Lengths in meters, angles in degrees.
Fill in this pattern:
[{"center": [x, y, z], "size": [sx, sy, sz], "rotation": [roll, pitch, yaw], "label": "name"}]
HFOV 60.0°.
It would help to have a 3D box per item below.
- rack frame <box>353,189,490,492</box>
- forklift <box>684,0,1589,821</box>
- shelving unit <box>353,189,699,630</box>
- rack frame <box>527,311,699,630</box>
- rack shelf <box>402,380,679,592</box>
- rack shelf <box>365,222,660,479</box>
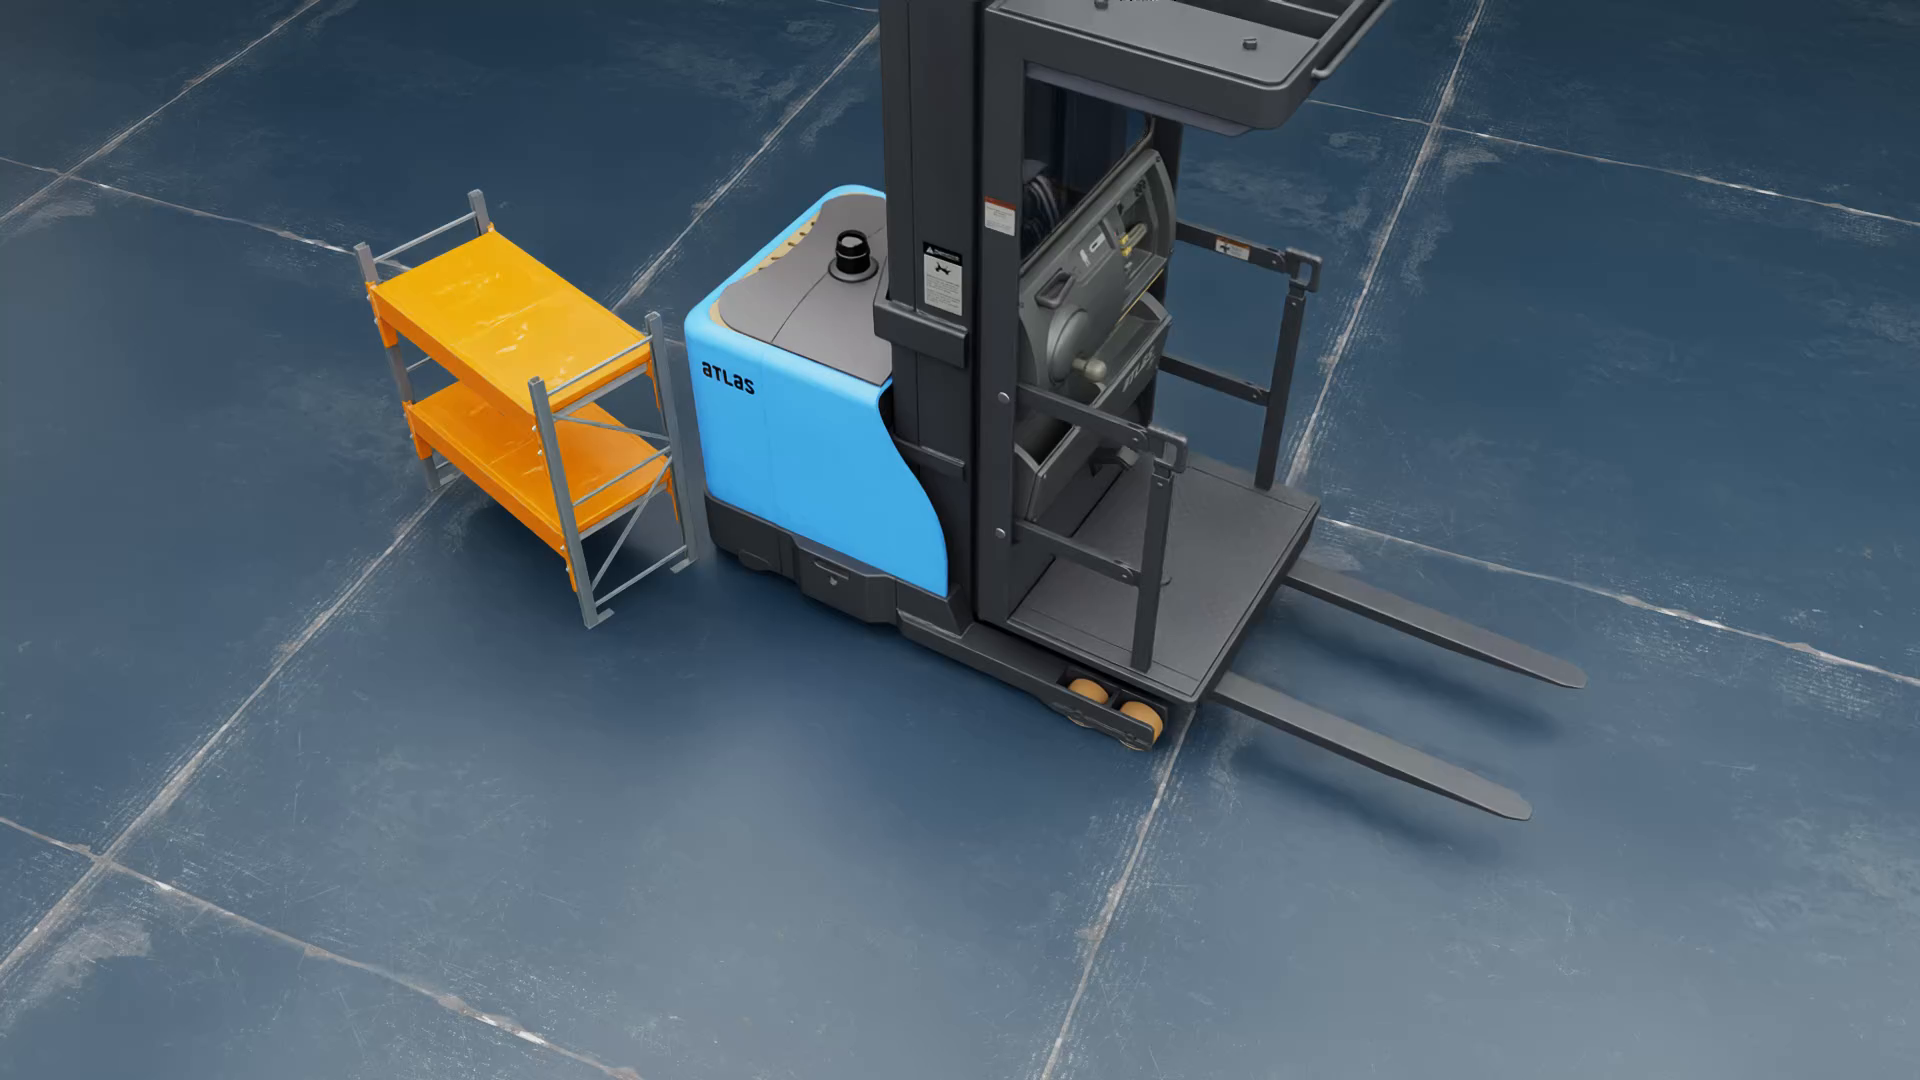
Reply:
[{"center": [-1.879, -0.717, 6.173], "size": [0.032, 1.125, 0.500], "rotation": [35, 54, 30], "label": "rack frame"}, {"center": [0.601, -0.771, 4.947], "size": [3.031, 2.935, 1.130], "rotation": [23, 49, 21], "label": "forklift"}, {"center": [-1.517, -0.464, 5.919], "size": [1.048, 1.125, 0.538], "rotation": [35, 54, 30], "label": "shelving unit"}, {"center": [-1.156, -0.212, 5.666], "size": [0.032, 1.125, 0.500], "rotation": [35, 54, 30], "label": "rack frame"}, {"center": [-1.517, -0.291, 6.092], "size": [1.000, 0.278, 0.538], "rotation": [35, 54, 30], "label": "rack shelf"}, {"center": [-1.517, -0.672, 5.713], "size": [1.000, 0.278, 0.538], "rotation": [35, 54, 30], "label": "rack shelf"}]
